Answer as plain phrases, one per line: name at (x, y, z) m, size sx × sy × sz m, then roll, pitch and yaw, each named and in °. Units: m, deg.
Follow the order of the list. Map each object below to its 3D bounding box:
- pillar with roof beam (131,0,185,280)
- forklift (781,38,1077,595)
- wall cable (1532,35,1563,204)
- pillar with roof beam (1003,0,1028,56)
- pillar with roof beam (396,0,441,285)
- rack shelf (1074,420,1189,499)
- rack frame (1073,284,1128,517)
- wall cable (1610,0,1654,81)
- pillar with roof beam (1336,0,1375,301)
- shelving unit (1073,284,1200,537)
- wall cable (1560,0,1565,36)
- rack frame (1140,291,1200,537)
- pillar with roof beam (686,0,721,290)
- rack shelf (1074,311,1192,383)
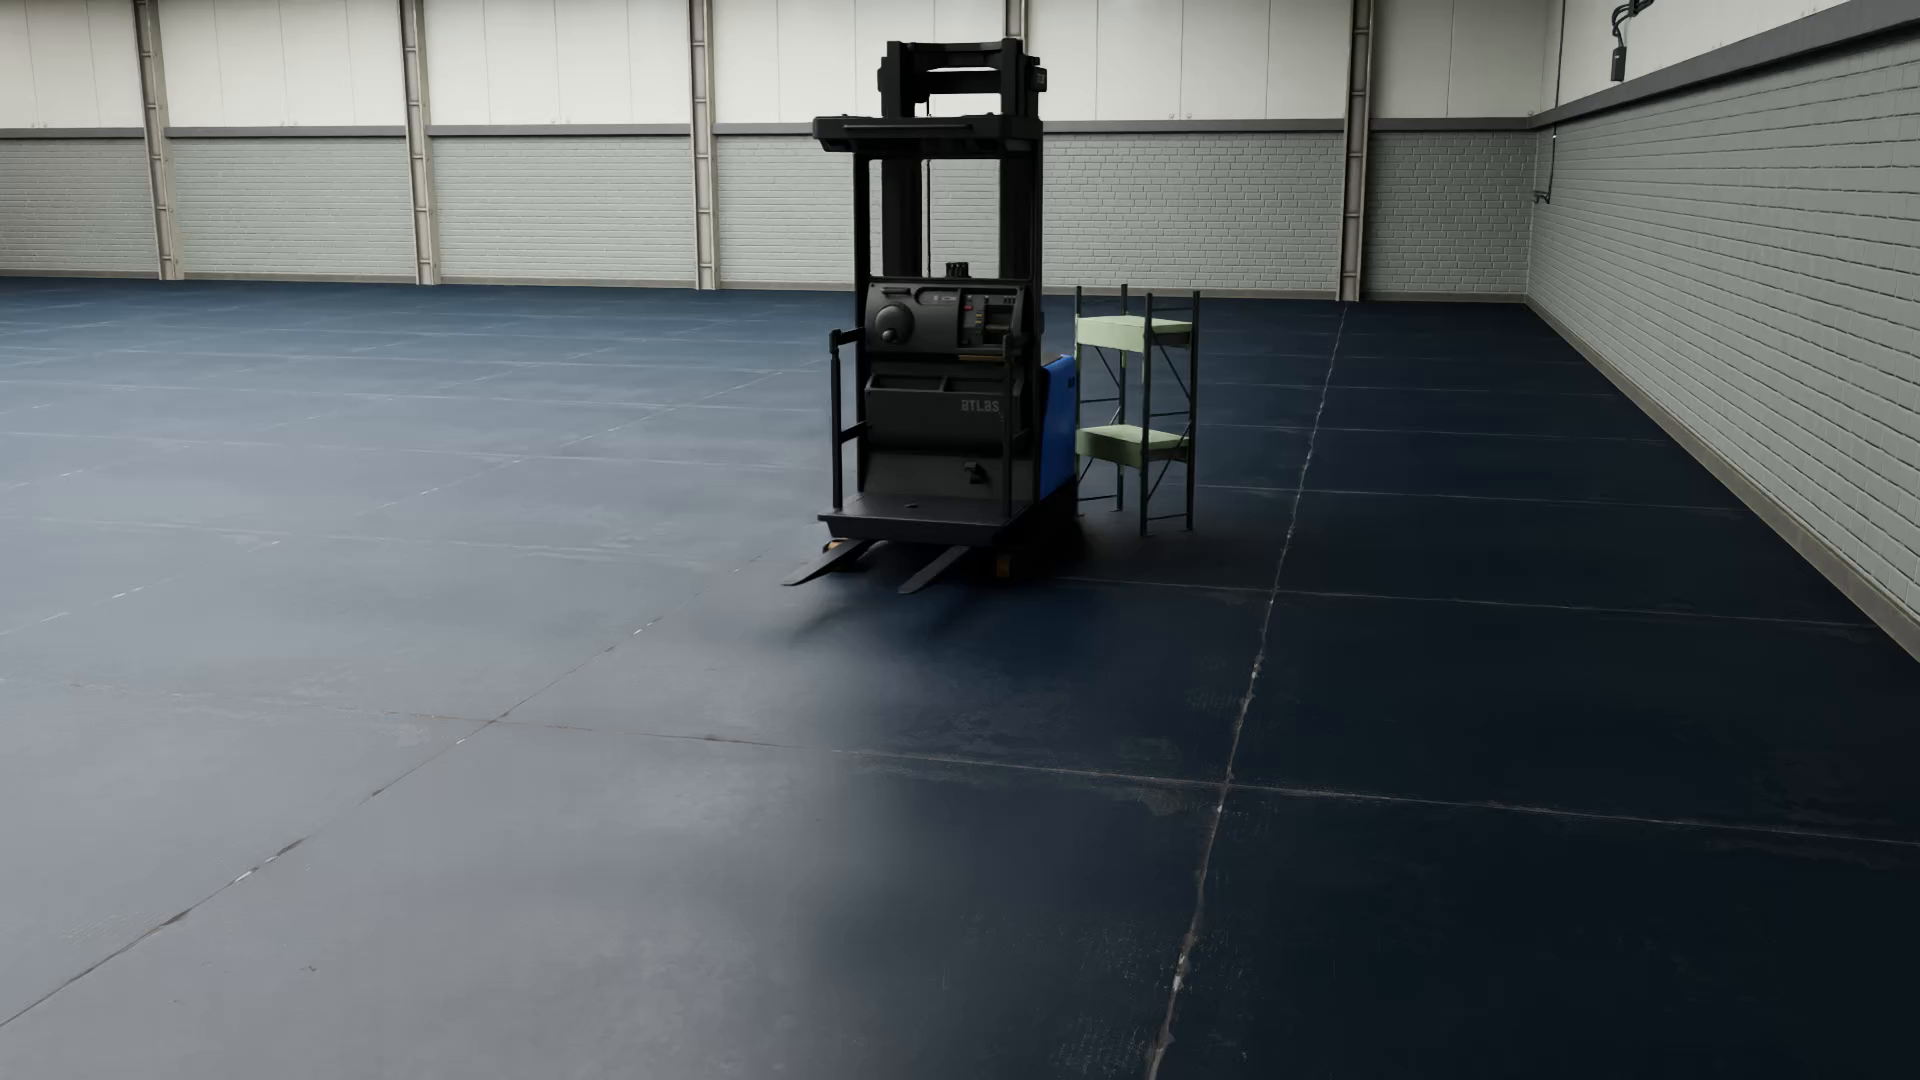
pillar with roof beam at (-17.523, -8.942, 29.763) m, size 0.400 × 9.000 × 9.100 m, roll 3°, pitch 13°, yaw 14°
forklift at (-0.144, -1.290, 9.280) m, size 1.130 × 2.935 × 3.031 m, roll 4°, pitch 13°, yaw 16°
wall cable at (9.353, -6.655, 26.624) m, size 0.112 × 2.526 × 3.097 m, roll 3°, pitch 13°, yaw 14°
pillar with roof beam at (-0.047, -8.008, 25.553) m, size 0.400 × 9.000 × 9.100 m, roll 3°, pitch 13°, yaw 14°
pillar with roof beam at (-11.698, -8.631, 28.360) m, size 0.400 × 9.000 × 9.100 m, roll 3°, pitch 13°, yaw 14°
rack shelf at (1.103, -0.524, 10.638) m, size 0.431 × 0.370 × 0.720 m, roll -8°, pitch 15°, yaw -31°
rack frame at (0.913, -0.910, 10.872) m, size 0.400 × 1.500 × 0.023 m, roll -8°, pitch 15°, yaw -31°
wall cable at (7.063, -7.836, 16.925) m, size 0.169 × 6.003 × 2.305 m, roll 3°, pitch 13°, yaw 14°
pillar with roof beam at (5.778, -7.697, 24.149) m, size 0.400 × 9.000 × 9.100 m, roll 3°, pitch 13°, yaw 14°
shelving unit at (1.103, -0.842, 10.567) m, size 0.431 × 1.500 × 0.755 m, roll -8°, pitch 15°, yaw -31°
wall cable at (8.704, -8.552, 23.513) m, size 0.112 × 2.526 × 3.097 m, roll 3°, pitch 13°, yaw 14°
rack frame at (1.294, -0.775, 10.262) m, size 0.400 × 1.500 × 0.023 m, roll -8°, pitch 15°, yaw -31°
pillar with roof beam at (-5.873, -8.320, 26.956) m, size 0.400 × 9.000 × 9.100 m, roll 3°, pitch 13°, yaw 14°
rack shelf at (1.103, -1.223, 10.483) m, size 0.431 × 0.370 × 0.720 m, roll -8°, pitch 15°, yaw -31°
